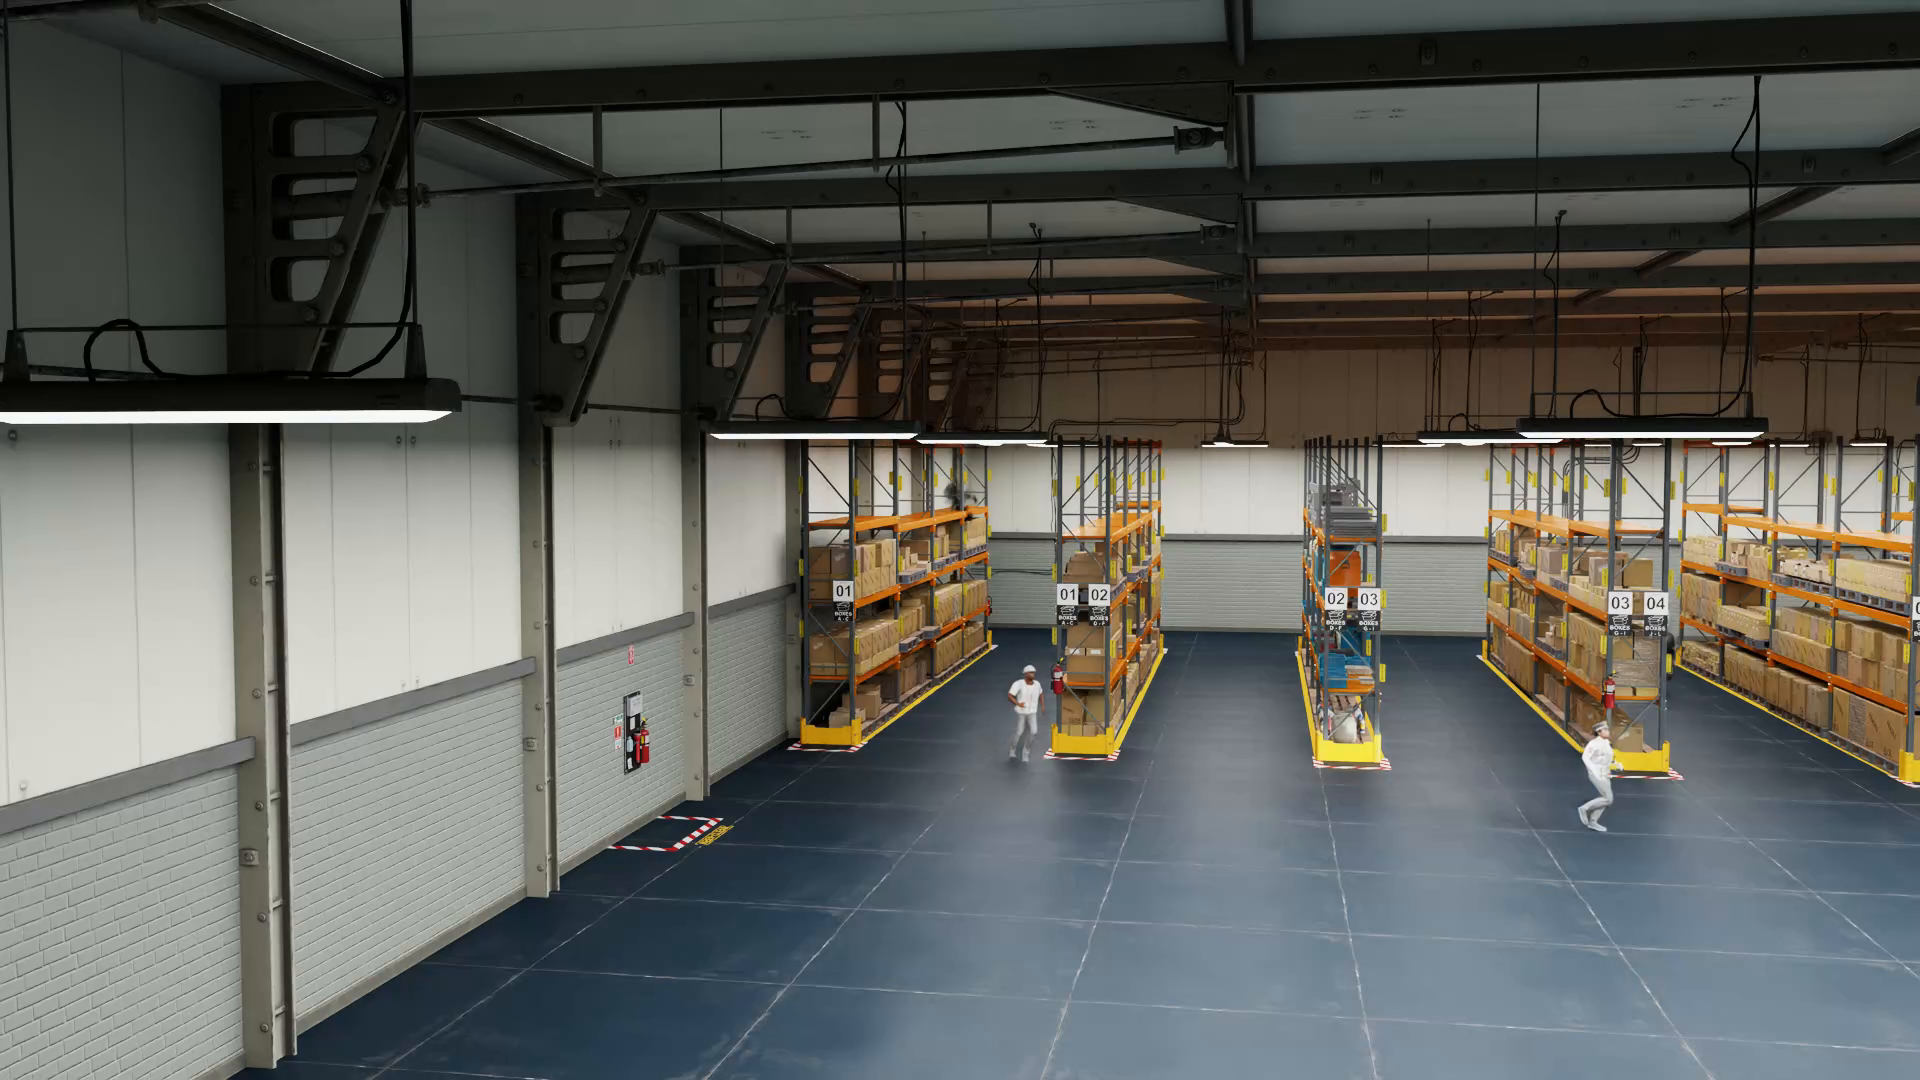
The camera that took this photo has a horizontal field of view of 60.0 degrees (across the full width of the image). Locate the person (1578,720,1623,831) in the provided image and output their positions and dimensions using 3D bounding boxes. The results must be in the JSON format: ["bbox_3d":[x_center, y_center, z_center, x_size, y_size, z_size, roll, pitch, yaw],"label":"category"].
[{"bbox_3d":[9.667,3.544,25.059,0.569,1.662,0.605,3,4,41],"label":"person"}]

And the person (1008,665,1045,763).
[{"bbox_3d":[1.236,3.200,30.636,0.764,1.787,0.632,-1,3,-21],"label":"person"}]

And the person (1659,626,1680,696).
[{"bbox_3d":[16.445,2.769,38.819,0.668,1.698,0.896,0,3,5],"label":"person"}]
